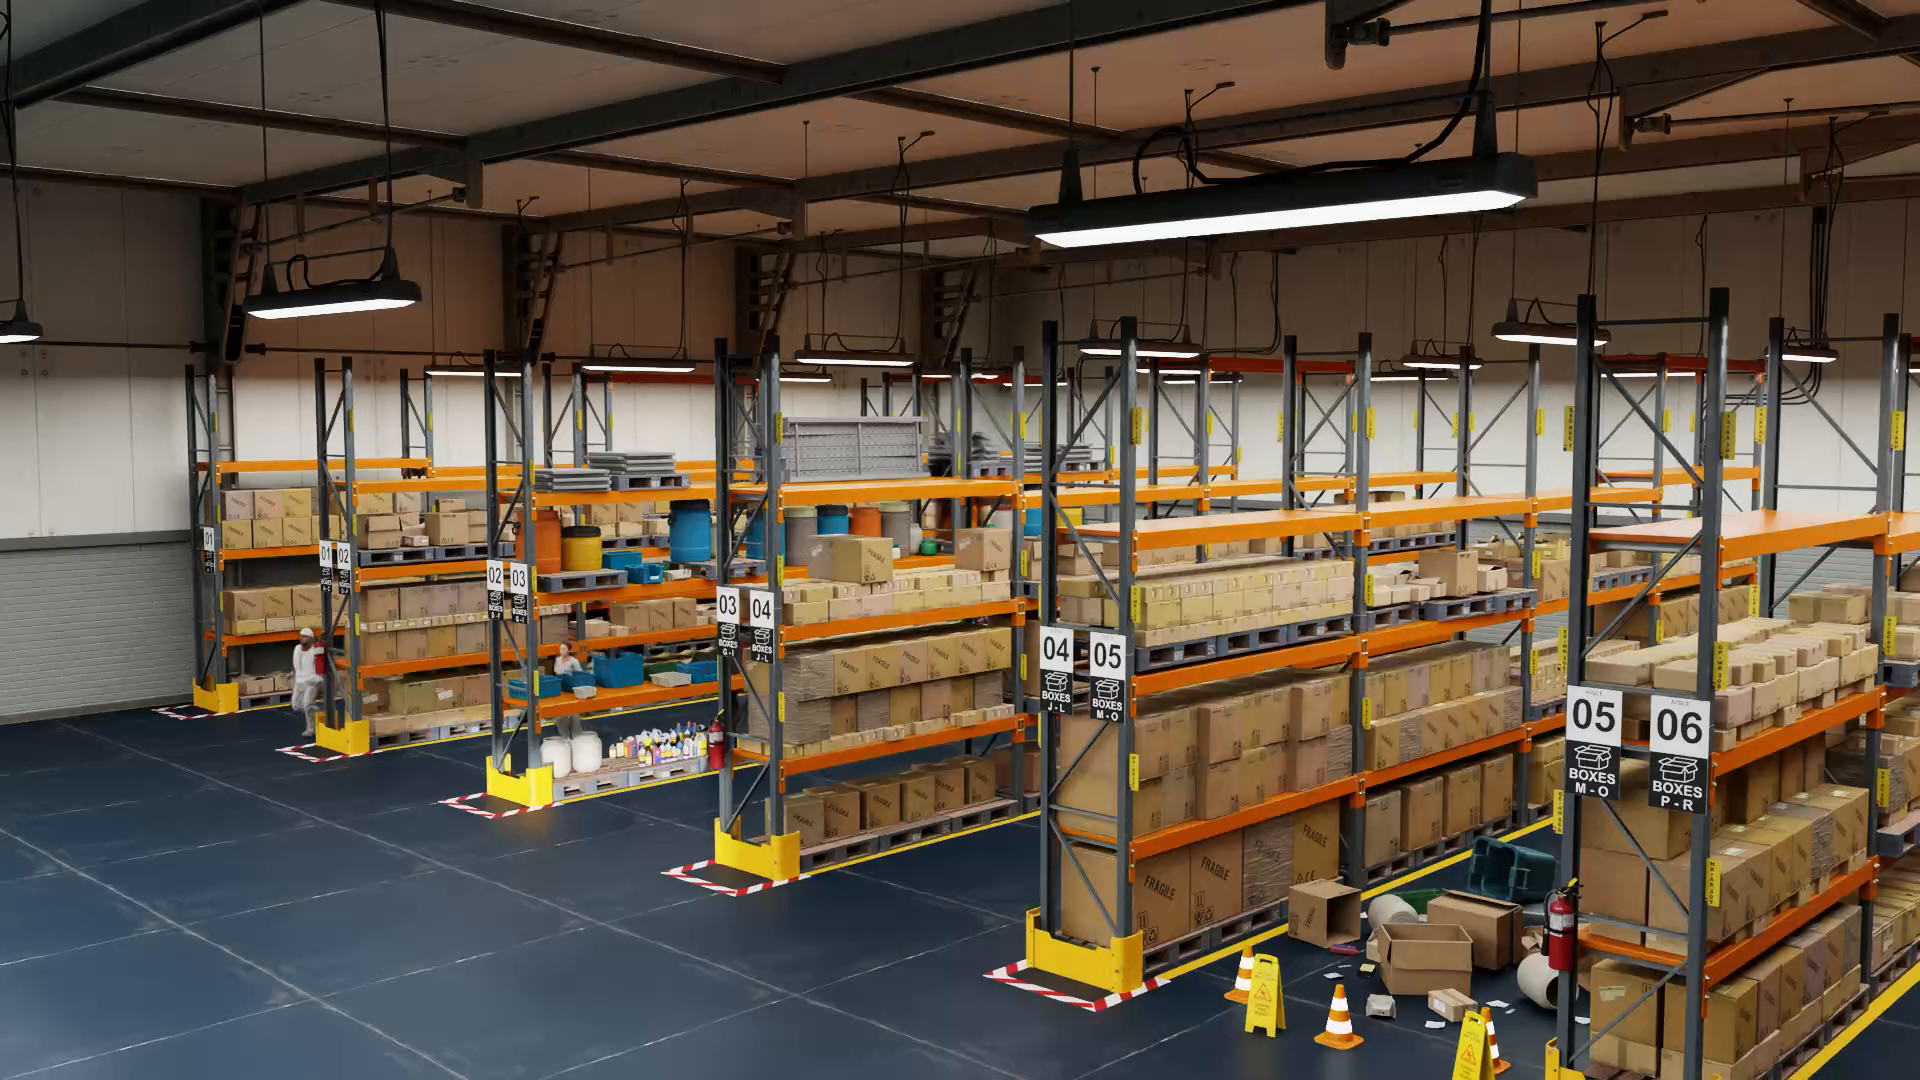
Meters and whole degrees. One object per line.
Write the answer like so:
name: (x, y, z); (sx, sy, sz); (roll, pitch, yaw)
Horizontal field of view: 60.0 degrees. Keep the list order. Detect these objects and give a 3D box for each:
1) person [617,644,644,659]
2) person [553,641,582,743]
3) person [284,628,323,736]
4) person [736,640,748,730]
person: (-6.181, 1.987, 31.618); (0.642, 1.612, 0.965); (4, 6, 42)
person: (-6.054, 2.388, 25.583); (0.564, 1.694, 0.762); (1, 5, 15)
person: (-10.428, 2.266, 26.656); (0.698, 1.728, 0.615); (1, 5, 18)
person: (-3.464, 2.293, 26.987); (1.070, 1.730, 0.752); (-2, 5, -24)
